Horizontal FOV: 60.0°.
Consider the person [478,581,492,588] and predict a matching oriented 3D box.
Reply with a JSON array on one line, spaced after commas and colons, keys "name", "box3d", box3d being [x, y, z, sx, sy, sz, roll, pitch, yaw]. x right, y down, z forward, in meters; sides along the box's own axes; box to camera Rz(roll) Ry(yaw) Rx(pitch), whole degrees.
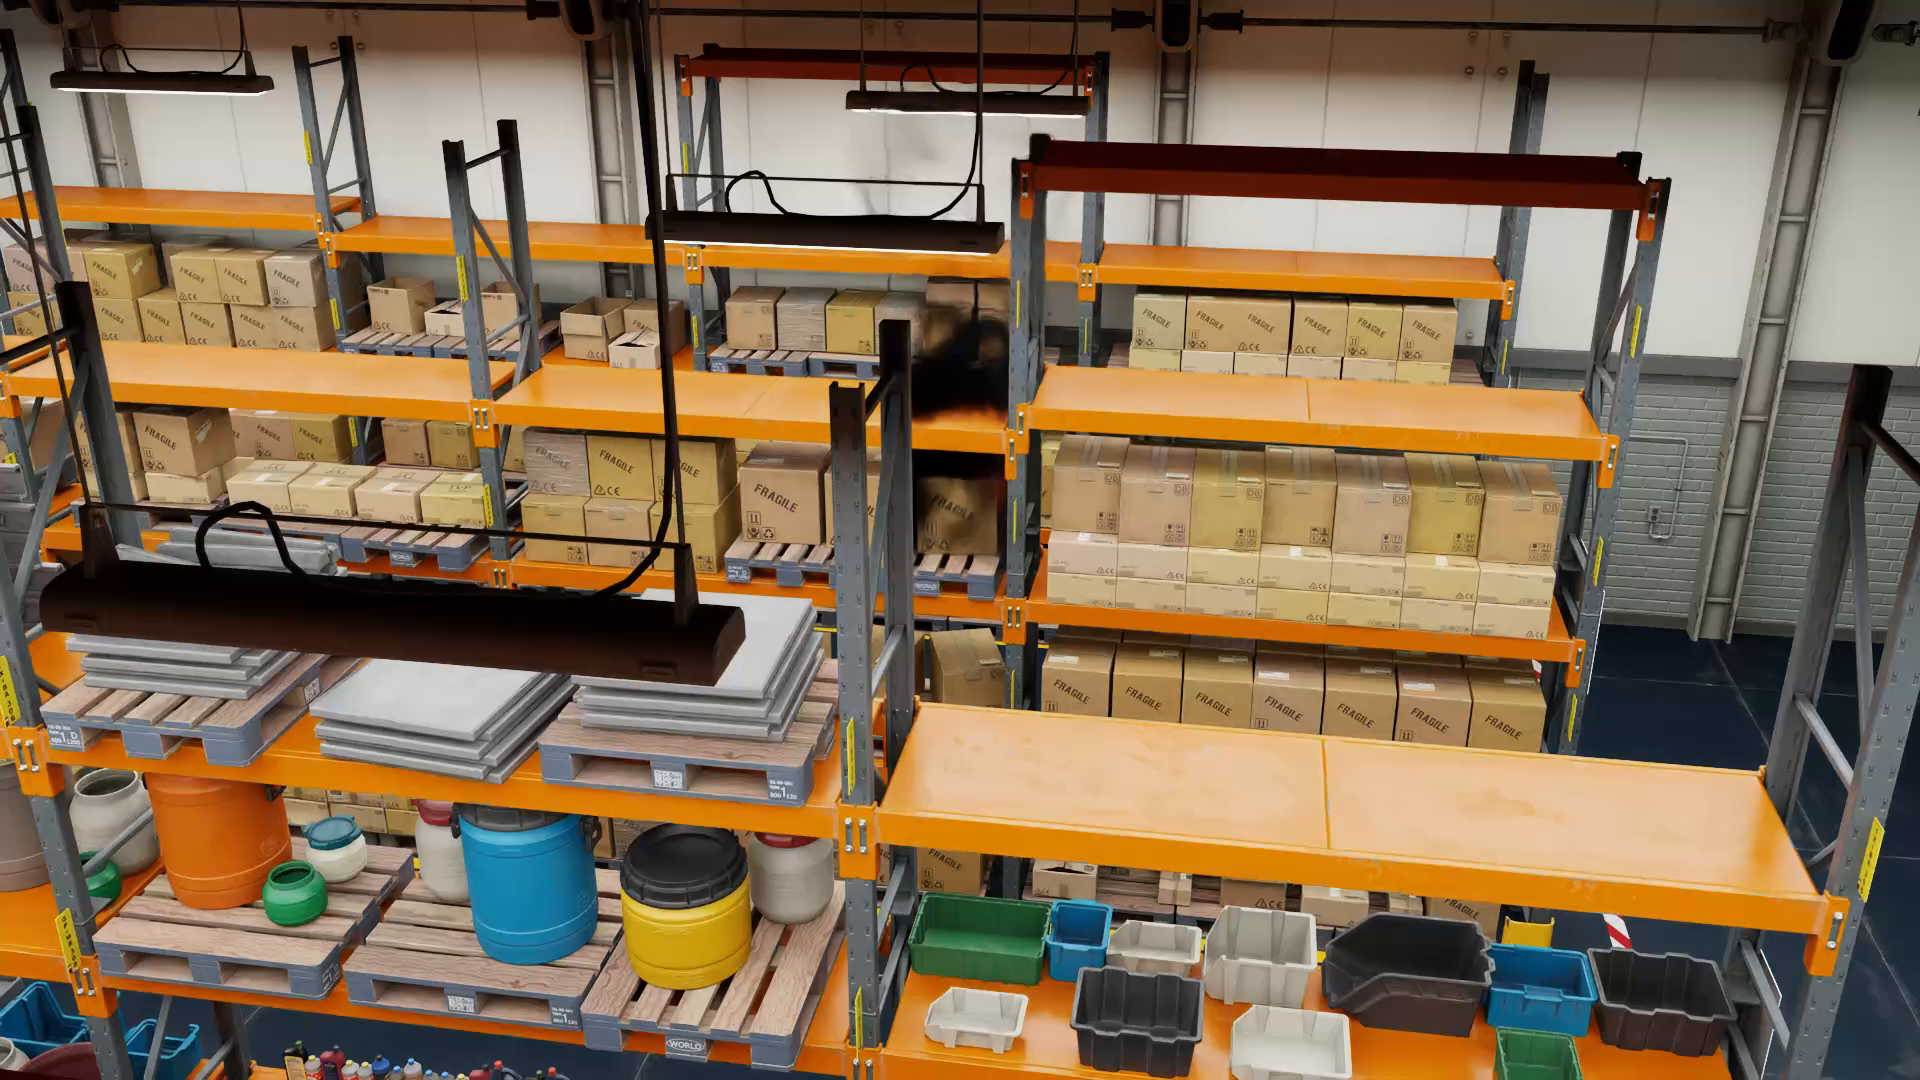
[{"name": "person", "box3d": [-4.472, 0.755, 16.355, 1.139, 1.798, 0.630, 1, 23, 3]}]
